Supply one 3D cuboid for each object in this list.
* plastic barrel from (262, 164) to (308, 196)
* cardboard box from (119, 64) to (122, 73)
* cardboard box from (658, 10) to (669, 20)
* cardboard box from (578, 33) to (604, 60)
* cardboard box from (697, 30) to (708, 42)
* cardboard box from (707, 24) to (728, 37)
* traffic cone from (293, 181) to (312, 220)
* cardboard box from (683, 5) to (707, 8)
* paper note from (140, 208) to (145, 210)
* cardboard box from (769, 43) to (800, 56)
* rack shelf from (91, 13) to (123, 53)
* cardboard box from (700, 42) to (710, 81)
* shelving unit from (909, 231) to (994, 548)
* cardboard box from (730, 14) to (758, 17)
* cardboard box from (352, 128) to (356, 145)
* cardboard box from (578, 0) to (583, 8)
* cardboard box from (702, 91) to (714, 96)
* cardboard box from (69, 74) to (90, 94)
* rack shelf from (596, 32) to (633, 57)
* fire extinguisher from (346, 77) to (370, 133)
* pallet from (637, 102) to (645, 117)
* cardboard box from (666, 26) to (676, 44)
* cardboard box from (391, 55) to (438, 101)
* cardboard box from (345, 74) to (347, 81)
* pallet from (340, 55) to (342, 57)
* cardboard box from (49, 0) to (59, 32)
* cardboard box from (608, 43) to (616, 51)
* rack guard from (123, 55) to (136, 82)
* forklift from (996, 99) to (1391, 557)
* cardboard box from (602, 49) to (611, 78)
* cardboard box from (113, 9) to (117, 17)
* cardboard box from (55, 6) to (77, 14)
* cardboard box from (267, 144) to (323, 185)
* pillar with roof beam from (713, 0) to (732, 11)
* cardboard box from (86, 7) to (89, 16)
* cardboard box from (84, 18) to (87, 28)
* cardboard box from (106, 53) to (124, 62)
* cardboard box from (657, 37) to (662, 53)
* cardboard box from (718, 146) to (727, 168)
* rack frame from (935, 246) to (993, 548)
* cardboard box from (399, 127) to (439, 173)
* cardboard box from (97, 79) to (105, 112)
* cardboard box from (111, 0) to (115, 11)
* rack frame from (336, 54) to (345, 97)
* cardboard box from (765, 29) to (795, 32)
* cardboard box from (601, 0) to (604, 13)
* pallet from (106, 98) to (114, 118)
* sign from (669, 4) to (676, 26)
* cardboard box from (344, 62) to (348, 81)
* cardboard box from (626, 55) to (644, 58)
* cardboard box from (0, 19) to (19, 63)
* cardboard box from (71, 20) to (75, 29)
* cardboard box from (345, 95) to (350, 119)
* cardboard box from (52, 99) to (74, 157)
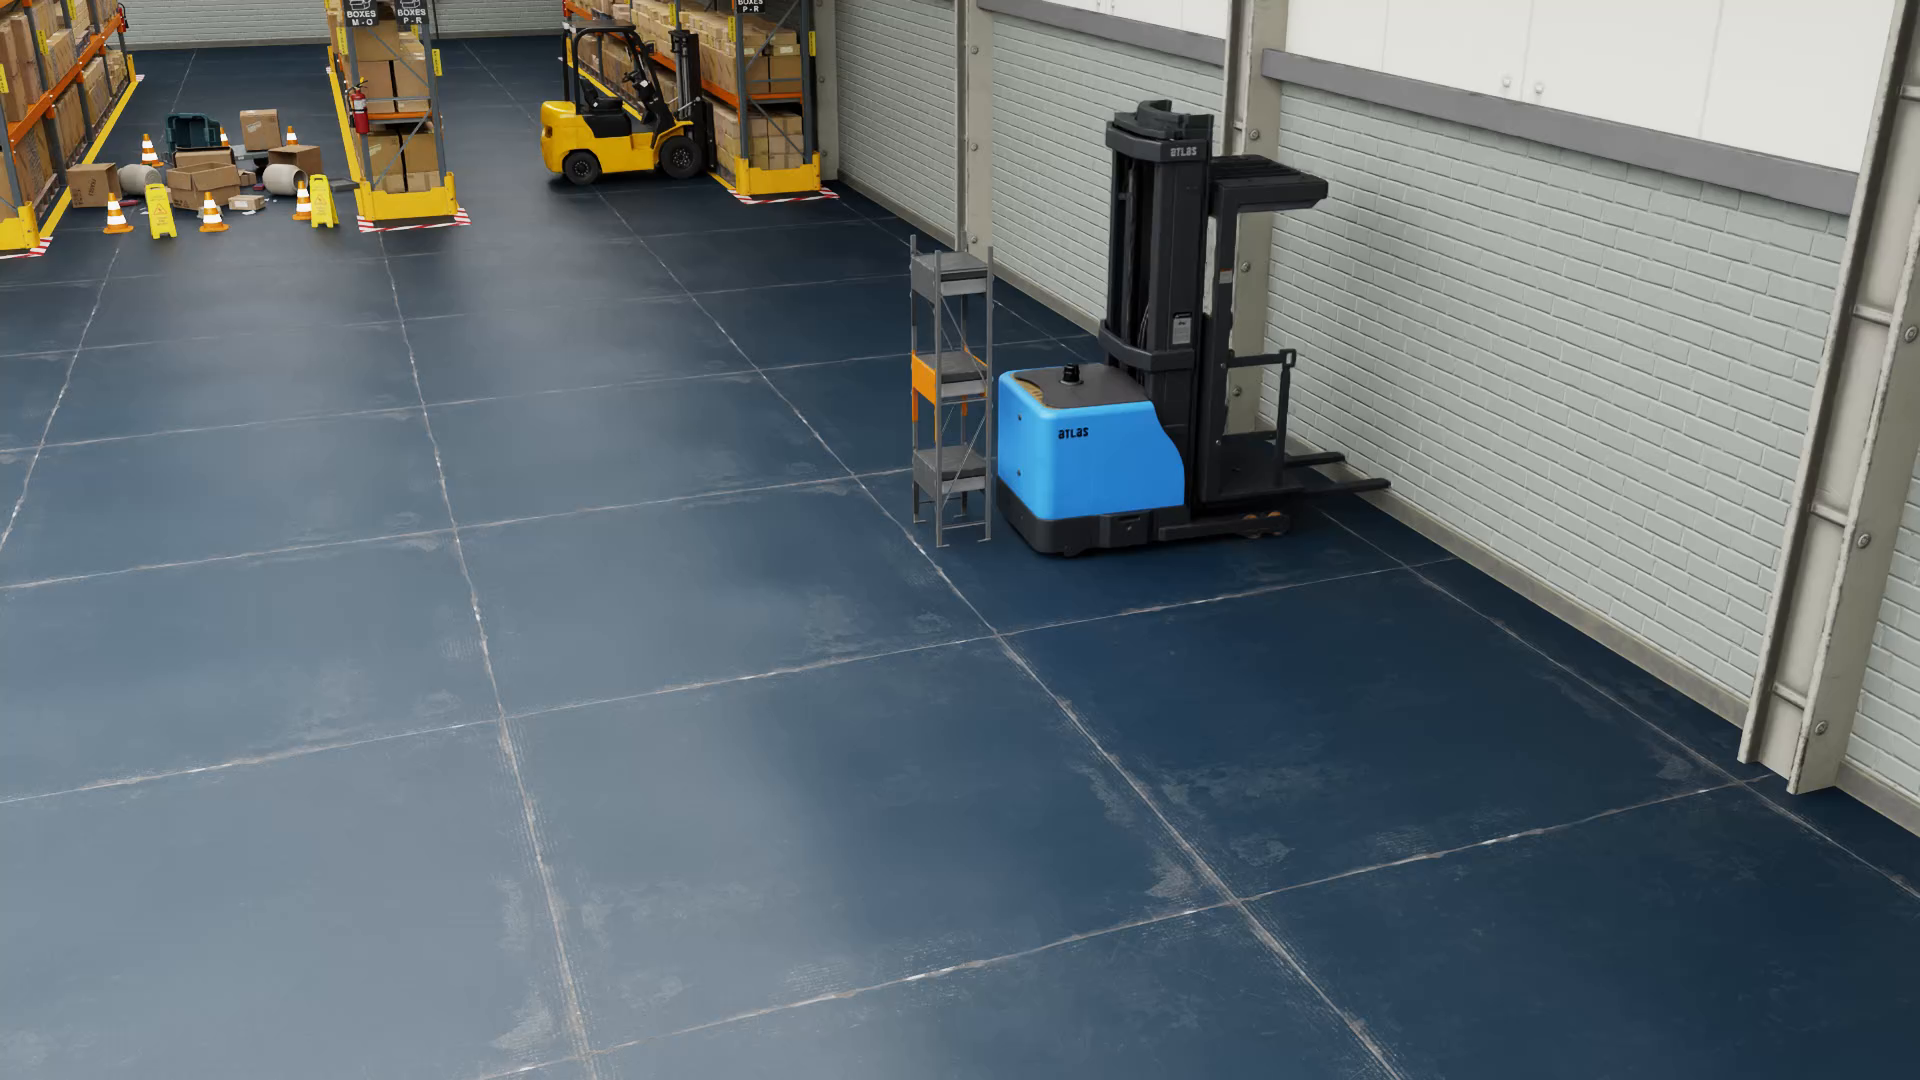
[{"bbox_3d":[-9.349,-4.991,23.046,0.512,0.421,0.421,8,24,18],"label":"plastic barrel"},{"bbox_3d":[-16.617,-9.222,32.515,0.380,0.149,0.250,-8,24,-18],"label":"cardboard box"},{"bbox_3d":[-4.781,-8.670,27.494,0.380,0.149,0.250,-8,24,-19],"label":"cardboard box"},{"bbox_3d":[-7.820,-10.621,35.766,0.700,0.500,0.500,-7,24,-17],"label":"cardboard box"},{"bbox_3d":[-3.682,-7.495,24.706,0.380,0.149,0.250,-9,25,-21],"label":"cardboard box"},{"bbox_3d":[-3.429,-7.351,23.981,0.380,0.149,0.250,-8,24,-18],"label":"cardboard box"},{"bbox_3d":[-8.562,-4.445,21.701,0.336,0.463,0.334,-8,24,-19],"label":"traffic cone"},{"bbox_3d":[-4.514,-9.032,28.353,0.380,0.149,0.250,-9,24,-20],"label":"cardboard box"},{"bbox_3d":[-10.933,-4.433,22.254,0.032,0.001,0.123,4,23,9],"label":"paper note"},{"bbox_3d":[-2.438,-6.821,23.108,0.380,0.149,0.250,-9,24,-20],"label":"cardboard box"},{"bbox_3d":[-16.744,-9.674,31.768,1.077,0.370,4.000,-8,24,-19],"label":"rack shelf"},{"bbox_3d":[-3.524,-7.063,24.518,0.500,0.500,0.500,-8,24,-19],"label":"cardboard box"},{"bbox_3d":[-0.058,-1.028,11.485,0.431,2.100,0.503,-8,24,-19],"label":"shelving unit"},{"bbox_3d":[-3.276,-7.905,25.296,0.380,0.149,0.250,-9,24,-20],"label":"cardboard box"},{"bbox_3d":[-8.660,-6.109,24.416,0.500,0.500,0.500,-7,24,-16],"label":"cardboard box"},{"bbox_3d":[-7.833,-11.290,34.999,0.380,0.149,0.250,-8,24,-18],"label":"cardboard box"},{"bbox_3d":[-3.925,-6.752,25.620,0.500,0.250,0.500,-8,24,-19],"label":"cardboard box"},{"bbox_3d":[-14.642,-7.497,27.387,0.500,0.250,0.500,-9,25,-21],"label":"cardboard box"},{"bbox_3d":[-6.094,-9.619,31.637,1.077,0.370,4.000,-8,24,-19],"label":"rack shelf"},{"bbox_3d":[-7.594,-5.495,21.024,0.296,0.674,0.183,-8,24,-19],"label":"fire extinguisher"},{"bbox_3d":[-5.133,-7.635,29.592,1.003,0.211,1.213,-8,24,-19],"label":"pallet"},{"bbox_3d":[-4.387,-8.075,26.597,0.500,0.250,0.500,-9,24,-20],"label":"cardboard box"},{"bbox_3d":[-7.111,-6.028,21.679,0.500,0.500,0.500,-9,24,-20],"label":"cardboard box"},{"bbox_3d":[-8.805,-6.814,24.379,0.380,0.149,0.250,-8,24,-19],"label":"cardboard box"},{"bbox_3d":[-9.678,-8.209,27.612,1.213,0.211,1.003,-8,24,-19],"label":"pallet"},{"bbox_3d":[-14.475,-8.168,25.852,0.700,0.500,0.500,-8,24,-19],"label":"cardboard box"},{"bbox_3d":[-6.752,-9.761,32.890,0.380,0.149,0.250,-9,24,-20],"label":"cardboard box"},{"bbox_3d":[-17.424,-9.553,33.772,1.175,0.500,0.348,-8,24,-19],"label":"rack guard"},{"bbox_3d":[1.836,-1.549,11.652,3.031,2.935,1.130,-7,24,-16],"label":"forklift"},{"bbox_3d":[-6.840,-9.513,33.135,0.500,0.500,0.500,-7,24,-17],"label":"cardboard box"},{"bbox_3d":[-17.071,-10.537,33.212,0.380,0.149,0.250,-8,24,-19],"label":"cardboard box"},{"bbox_3d":[-15.157,-8.941,28.117,0.380,0.149,0.250,-9,24,-20],"label":"cardboard box"},{"bbox_3d":[-9.511,-5.362,23.824,0.500,0.500,0.500,8,24,18],"label":"cardboard box"},{"bbox_3d":[-8.111,-11.048,26.376,9.100,9.000,0.400,-8,24,-19],"label":"pillar with roof beam"},{"bbox_3d":[-15.712,-9.377,29.535,0.380,0.149,0.250,-8,24,-17],"label":"cardboard box"},{"bbox_3d":[-15.534,-9.055,29.154,0.380,0.149,0.250,-8,24,-19],"label":"cardboard box"},{"bbox_3d":[-16.781,-9.553,32.918,0.380,0.149,0.250,-9,24,-20],"label":"cardboard box"},{"bbox_3d":[-4.726,-8.215,27.573,0.500,0.250,0.500,-8,24,-19],"label":"cardboard box"},{"bbox_3d":[-3.189,-5.553,24.063,0.500,0.250,0.500,-8,24,-19],"label":"cardboard box"},{"bbox_3d":[0.028,-0.939,11.275,0.400,2.100,0.015,-8,24,-19],"label":"rack frame"},{"bbox_3d":[-7.238,-5.247,22.370,0.500,0.500,0.500,-9,25,-21],"label":"cardboard box"},{"bbox_3d":[-15.182,-7.713,28.866,0.500,0.500,0.500,-9,24,-20],"label":"cardboard box"},{"bbox_3d":[-16.874,-10.600,32.526,0.500,0.500,0.500,-9,24,-20],"label":"cardboard box"},{"bbox_3d":[-11.442,-9.995,31.602,1.000,3.000,0.127,-8,24,-19],"label":"rack frame"},{"bbox_3d":[-2.515,-7.056,23.282,0.380,0.149,0.250,-7,24,-17],"label":"cardboard box"},{"bbox_3d":[-6.668,-10.252,31.843,0.396,0.266,0.258,-7,24,-16],"label":"cardboard box"},{"bbox_3d":[-15.761,-7.712,29.775,1.003,0.211,1.213,-8,24,-19],"label":"pallet"},{"bbox_3d":[-4.478,-8.190,25.930,0.100,0.325,0.005,-8,24,-19],"label":"sign"},{"bbox_3d":[-8.357,-6.710,23.296,0.500,0.500,0.500,-9,24,-19],"label":"cardboard box"},{"bbox_3d":[-5.976,-8.906,30.861,0.380,0.149,0.250,-9,25,-21],"label":"cardboard box"},{"bbox_3d":[-12.748,-6.401,21.493,0.875,0.550,0.550,-8,24,-19],"label":"cardboard box"},{"bbox_3d":[-14.892,-8.530,27.527,0.380,0.149,0.250,-8,24,-19],"label":"cardboard box"},{"bbox_3d":[-9.839,-7.318,28.093,0.950,0.372,0.625,-10,25,-23],"label":"cardboard box"},{"bbox_3d":[-13.852,-6.094,24.701,1.050,0.750,0.750,-8,24,-19],"label":"cardboard box"}]
